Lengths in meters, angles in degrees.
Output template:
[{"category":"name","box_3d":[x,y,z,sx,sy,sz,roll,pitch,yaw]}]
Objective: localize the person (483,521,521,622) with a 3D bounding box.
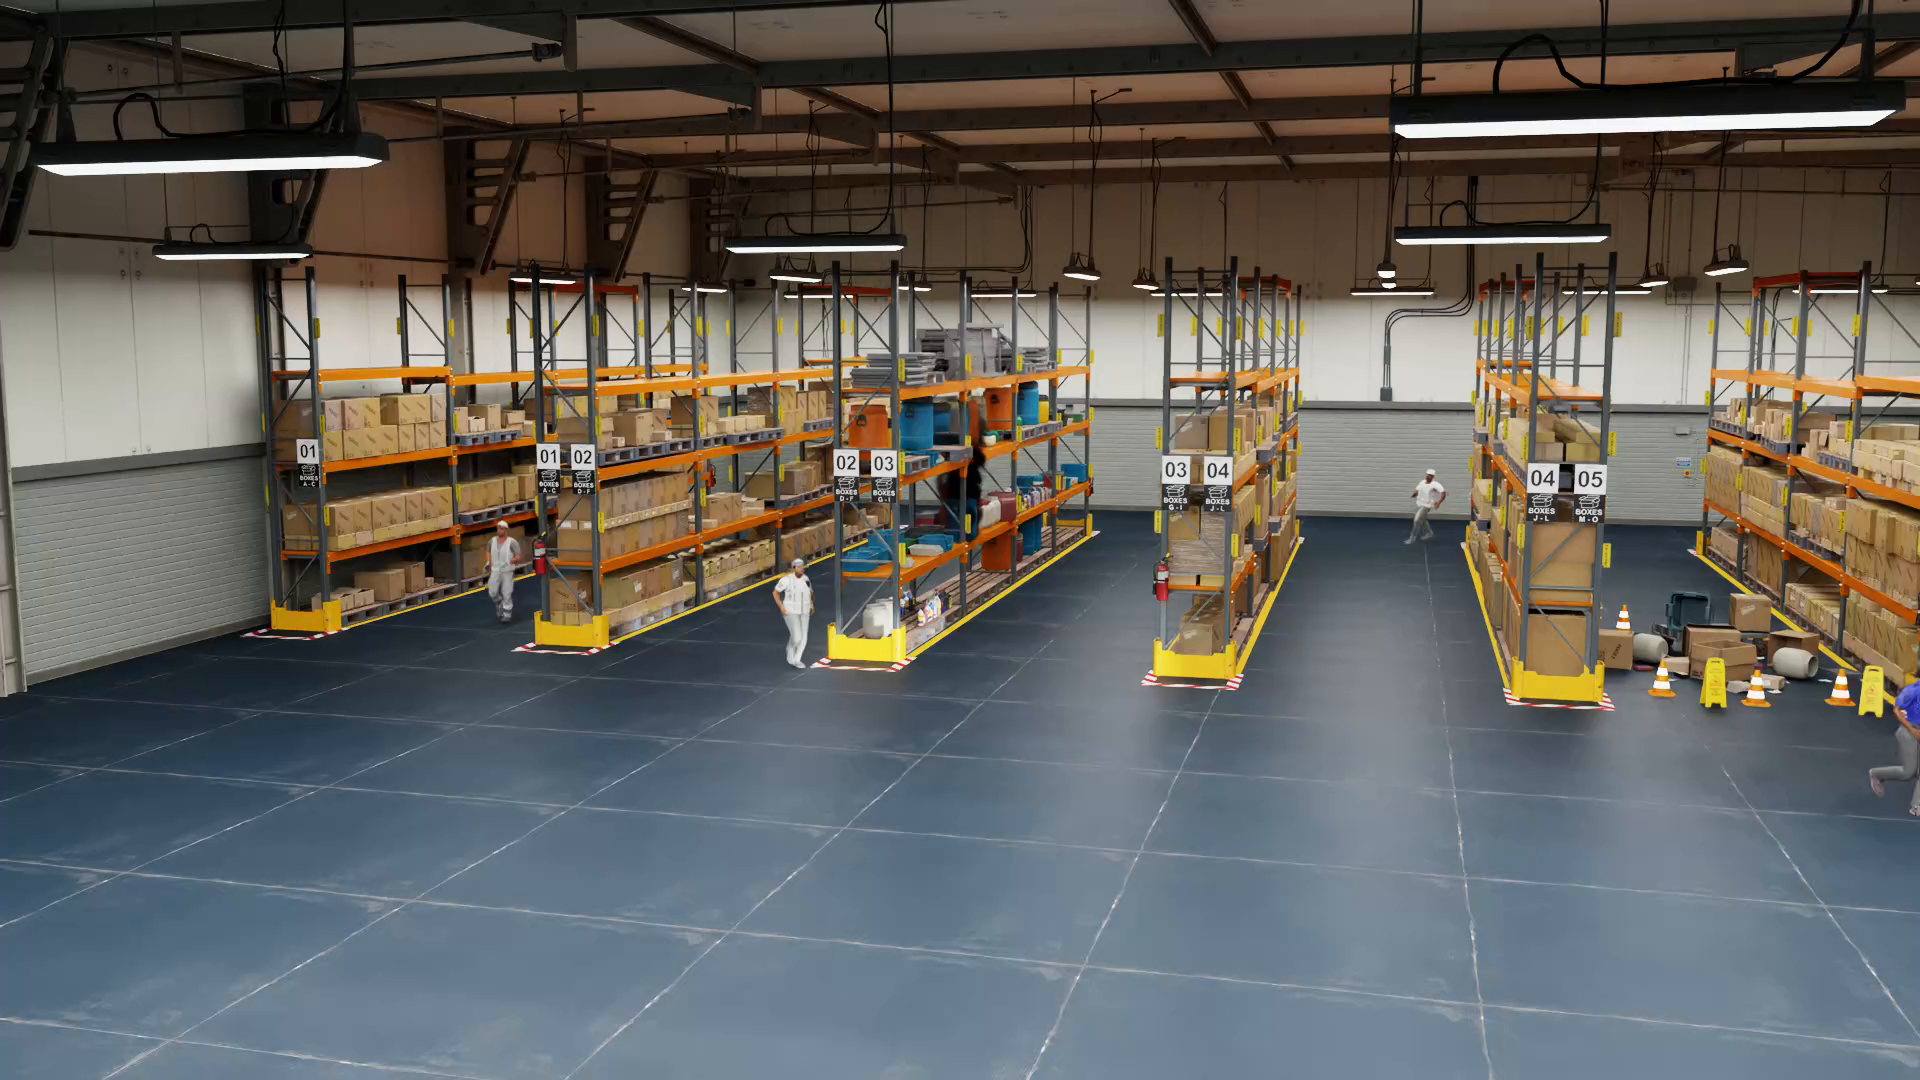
[{"category":"person","box_3d":[-7.795,0.546,28.271,0.656,1.738,0.586,0,7,2]}]

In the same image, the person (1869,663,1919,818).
[{"category":"person","box_3d":[9.861,2.044,17.231,0.600,1.625,0.761,-4,8,-28]}]

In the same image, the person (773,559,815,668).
[{"category":"person","box_3d":[-2.388,1.092,24.572,0.616,1.630,0.491,-5,9,-34]}]

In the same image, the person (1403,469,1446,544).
[{"category":"person","box_3d":[10.784,-0.785,38.723,0.902,1.752,0.753,-3,8,-20]}]
